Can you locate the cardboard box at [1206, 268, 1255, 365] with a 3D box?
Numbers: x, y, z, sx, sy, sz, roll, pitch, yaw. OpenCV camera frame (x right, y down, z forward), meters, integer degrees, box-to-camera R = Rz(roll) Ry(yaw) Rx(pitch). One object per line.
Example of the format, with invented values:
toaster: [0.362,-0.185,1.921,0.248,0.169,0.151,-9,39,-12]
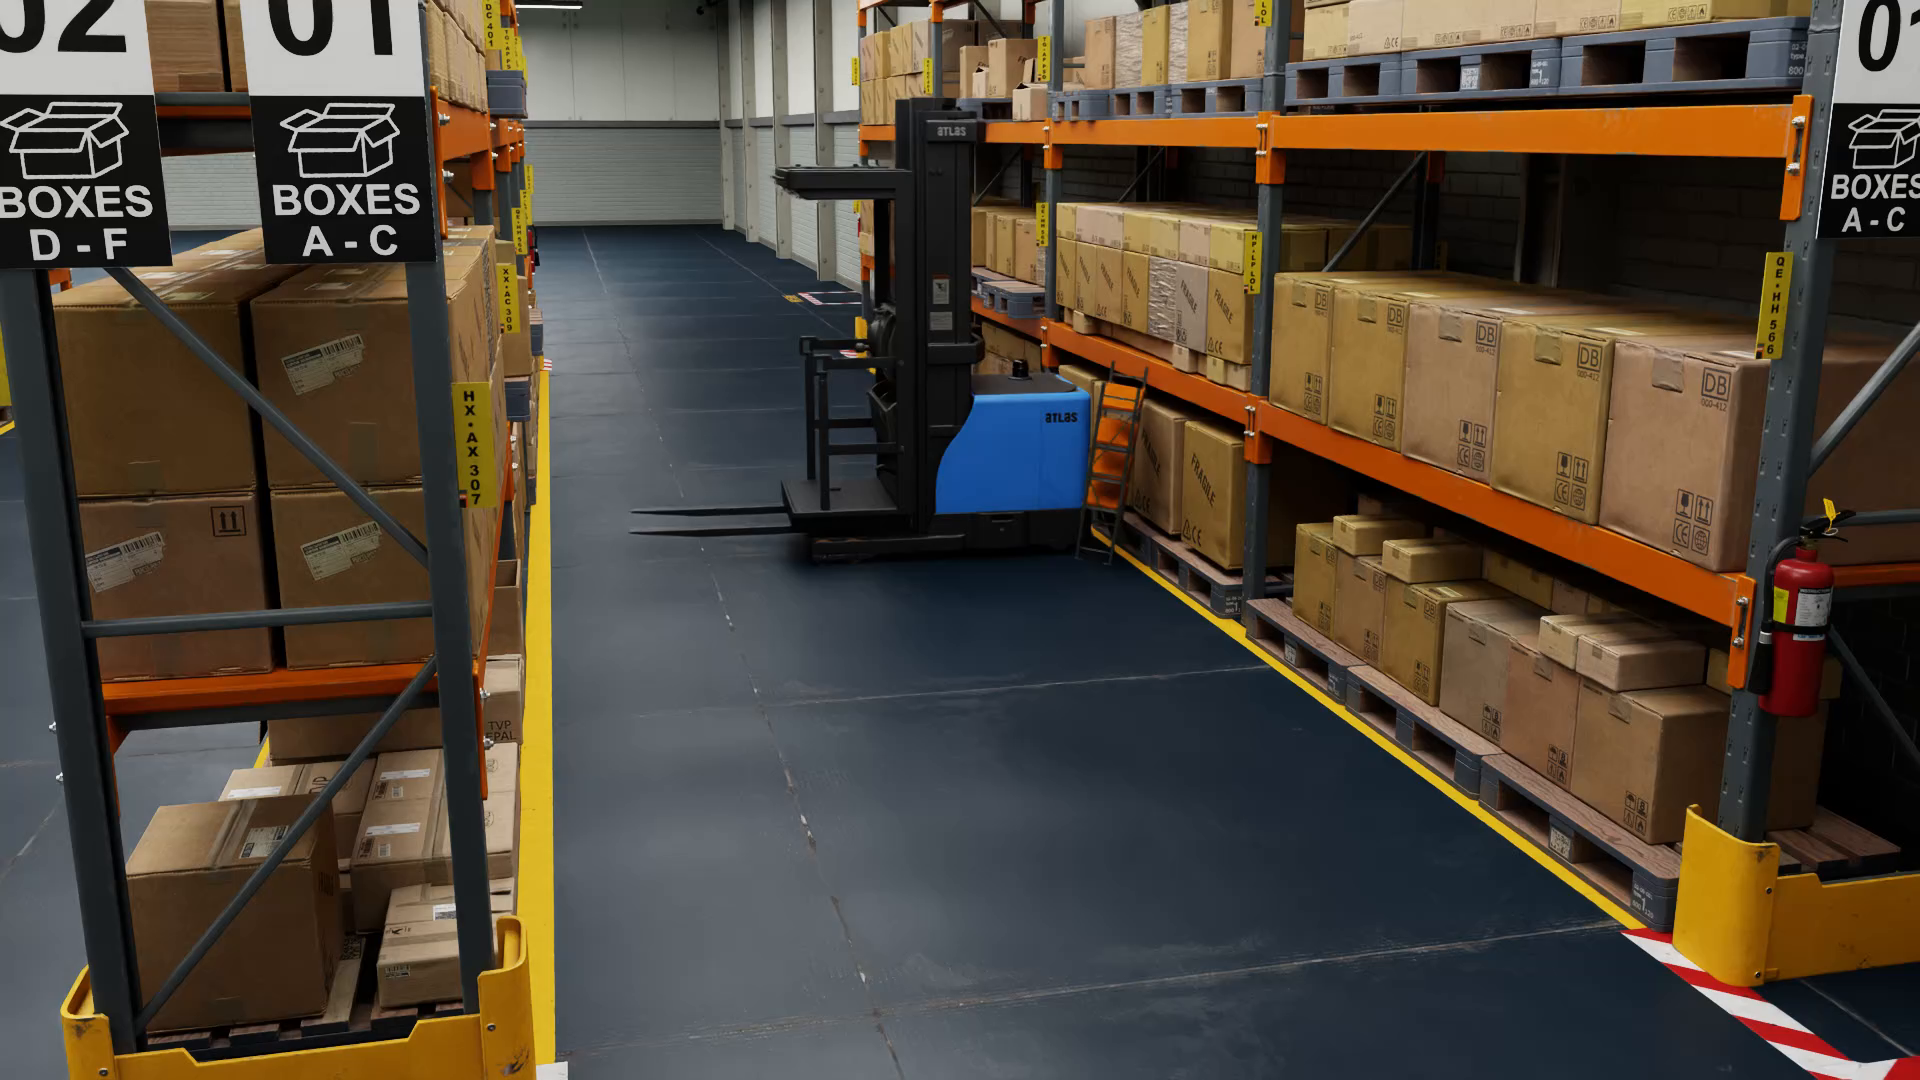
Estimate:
cardboard box: [1.743,-1.286,9.493,0.500,0.500,0.500,-4,14,-14]

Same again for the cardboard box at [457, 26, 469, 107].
cardboard box: [-1.876,-1.540,5.405,0.500,0.250,0.500,-3,14,-13]

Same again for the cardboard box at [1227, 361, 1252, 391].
cardboard box: [1.742,-0.941,9.446,0.380,0.149,0.250,-3,14,-13]

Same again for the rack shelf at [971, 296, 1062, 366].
rack shelf: [0.687,-2.026,14.915,1.077,0.370,4.000,-3,14,-13]

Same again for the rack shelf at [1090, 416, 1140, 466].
rack shelf: [0.995,-0.638,10.650,0.258,0.148,0.480,11,23,8]

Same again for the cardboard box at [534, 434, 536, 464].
cardboard box: [-3.614,-0.758,13.120,0.500,0.250,0.500,-4,14,-15]

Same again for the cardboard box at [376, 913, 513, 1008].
cardboard box: [-1.543,1.264,5.013,0.380,0.149,0.250,-3,14,-13]

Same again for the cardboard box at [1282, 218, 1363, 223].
cardboard box: [2.112,-1.799,10.012,0.500,0.250,0.500,-3,14,-13]

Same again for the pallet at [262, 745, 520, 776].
pallet: [-2.267,1.081,6.558,1.003,0.211,1.213,-3,14,-13]

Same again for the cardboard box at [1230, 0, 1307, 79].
cardboard box: [1.997,-2.920,9.600,0.700,0.500,0.500,-4,14,-16]

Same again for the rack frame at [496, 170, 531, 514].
rack frame: [-3.657,-1.637,11.807,1.000,3.000,0.127,-3,14,-13]

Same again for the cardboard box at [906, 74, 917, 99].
cardboard box: [-0.248,-4.572,17.249,0.500,0.500,0.500,-5,14,-18]

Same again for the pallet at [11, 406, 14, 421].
pallet: [-9.820,-1.369,16.587,1.003,0.211,1.213,-3,14,-13]

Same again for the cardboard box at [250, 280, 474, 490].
cardboard box: [-1.626,-0.443,4.602,0.500,0.500,0.500,-3,14,-11]

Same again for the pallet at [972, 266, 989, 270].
pallet: [0.256,-2.559,15.986,1.003,0.211,1.213,-3,14,-13]

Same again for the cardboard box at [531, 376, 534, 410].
cardboard box: [-3.865,-1.272,14.040,0.500,0.311,0.500,-3,14,-14]

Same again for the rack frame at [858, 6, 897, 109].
rack frame: [-0.722,-6.674,19.783,1.000,3.000,0.127,-3,14,-13]

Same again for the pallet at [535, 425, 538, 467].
pallet: [-4.096,-0.755,14.074,1.003,0.211,1.213,-3,14,-13]

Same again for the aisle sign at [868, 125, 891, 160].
aisle sign: [-1.030,-5.022,20.186,0.394,0.787,0.004,-3,14,-13]

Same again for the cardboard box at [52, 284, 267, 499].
cardboard box: [-2.150,-0.413,4.480,0.500,0.500,0.500,-3,14,-14]

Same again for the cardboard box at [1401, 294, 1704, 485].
cardboard box: [2.555,-0.675,7.237,0.980,0.700,0.700,-4,14,-16]

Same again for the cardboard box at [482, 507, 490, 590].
cardboard box: [-1.753,-0.076,5.207,0.500,0.500,0.500,-3,14,-14]

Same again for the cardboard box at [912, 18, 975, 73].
cardboard box: [-0.164,-4.938,16.641,0.500,0.500,0.500,-5,14,-18]

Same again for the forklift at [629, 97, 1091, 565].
forklift: [-0.692,-1.395,10.961,3.031,2.935,1.130,-2,14,-10]

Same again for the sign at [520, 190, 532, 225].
sign: [-4.071,-3.116,15.589,0.100,0.325,0.005,-3,14,-13]

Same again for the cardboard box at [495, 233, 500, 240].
cardboard box: [-4.707,-2.710,15.990,0.700,0.500,0.500,-4,14,-15]

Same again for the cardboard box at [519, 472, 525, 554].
cardboard box: [-2.959,-0.194,10.240,0.500,0.500,0.500,-4,14,-15]

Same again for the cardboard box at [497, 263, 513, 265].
cardboard box: [-2.835,-1.244,9.102,0.700,0.500,0.500,-1,14,-4]

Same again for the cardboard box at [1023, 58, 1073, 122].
cardboard box: [0.943,-3.735,13.816,0.797,0.503,0.637,-1,14,-5]

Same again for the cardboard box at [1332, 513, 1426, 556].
cardboard box: [2.075,-0.029,8.239,0.380,0.149,0.250,-3,14,-11]

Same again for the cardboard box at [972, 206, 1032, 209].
cardboard box: [0.304,-2.980,16.166,0.700,0.500,0.500,-3,14,-13]

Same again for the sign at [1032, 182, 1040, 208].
sign: [0.756,-3.431,16.711,0.100,0.325,0.005,-3,14,-13]

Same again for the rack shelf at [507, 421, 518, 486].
rack shelf: [-3.187,-0.826,10.004,1.077,0.370,4.000,-3,14,-13]

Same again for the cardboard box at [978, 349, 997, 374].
cardboard box: [0.577,-1.551,15.795,0.700,0.500,0.500,-4,14,-14]

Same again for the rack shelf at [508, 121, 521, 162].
rack shelf: [-4.127,-3.206,13.425,1.077,0.370,4.000,-3,14,-13]

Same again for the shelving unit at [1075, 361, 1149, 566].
shelving unit: [0.977,-0.495,10.711,0.258,1.200,0.503,11,23,8]

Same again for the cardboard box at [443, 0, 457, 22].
cardboard box: [-1.757,-1.667,4.874,0.500,0.250,0.500,-3,14,-13]

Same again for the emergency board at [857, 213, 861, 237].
emergency board: [-1.669,-5.603,28.039,0.194,1.169,0.643,-3,14,-13]

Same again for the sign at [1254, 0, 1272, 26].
sign: [1.571,-2.820,8.576,0.100,0.325,0.005,-3,14,-13]

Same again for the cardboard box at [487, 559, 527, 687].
cardboard box: [-2.308,0.402,7.802,0.500,0.500,0.500,-3,14,-13]

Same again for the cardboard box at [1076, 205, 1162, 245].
cardboard box: [1.140,-2.238,11.808,0.500,0.250,0.500,-3,14,-14]

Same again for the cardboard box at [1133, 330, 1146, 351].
cardboard box: [1.380,-1.360,11.159,0.380,0.149,0.250,-3,14,-13]

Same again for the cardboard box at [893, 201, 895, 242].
cardboard box: [-0.425,-3.461,17.968,0.500,0.500,0.500,-4,14,-15]

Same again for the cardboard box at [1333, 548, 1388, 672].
cardboard box: [2.287,0.313,8.206,0.700,0.500,0.500,-3,14,-14]

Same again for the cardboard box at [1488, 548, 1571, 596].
cardboard box: [2.640,0.138,7.559,0.380,0.149,0.250,-4,14,-14]

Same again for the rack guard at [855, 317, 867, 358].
rack guard: [-0.704,-2.528,20.720,1.175,0.500,0.348,-3,14,-13]

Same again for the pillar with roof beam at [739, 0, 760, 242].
pillar with roof beam: [-9.538,-11.857,41.000,9.100,9.000,0.400,-3,14,-13]

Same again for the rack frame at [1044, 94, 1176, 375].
rack frame: [1.157,-1.914,12.941,1.000,3.000,0.127,-3,14,-13]

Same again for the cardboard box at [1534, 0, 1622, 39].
cardboard box: [2.482,-1.980,6.109,0.500,0.250,0.500,-4,14,-15]
